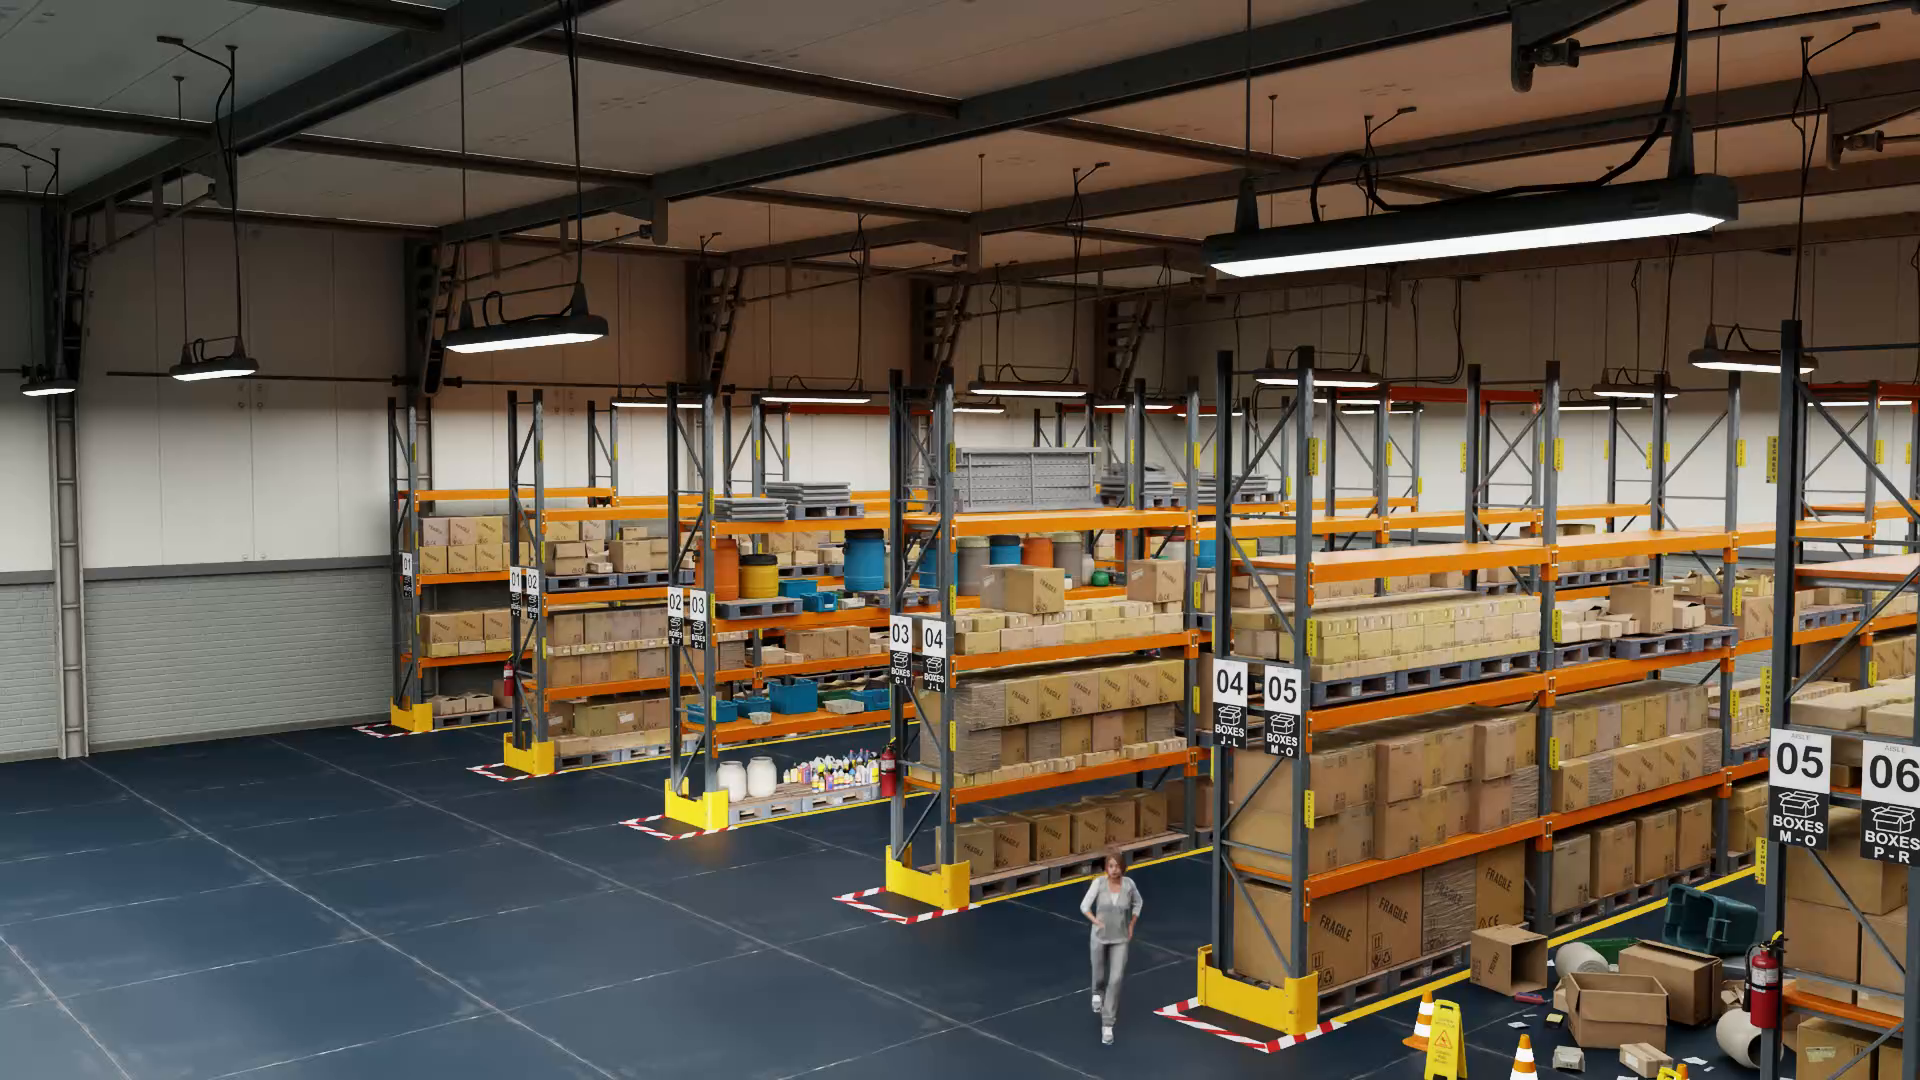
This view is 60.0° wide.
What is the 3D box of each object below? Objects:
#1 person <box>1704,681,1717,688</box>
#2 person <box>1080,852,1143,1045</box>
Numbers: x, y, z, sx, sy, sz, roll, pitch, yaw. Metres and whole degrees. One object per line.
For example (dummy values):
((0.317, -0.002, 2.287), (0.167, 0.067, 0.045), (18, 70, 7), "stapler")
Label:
((10.997, 2.898, 24.403), (0.579, 1.676, 0.636), (-2, 4, -31), "person")
((1.331, 3.518, 14.615), (0.549, 1.604, 0.785), (0, 3, 5), "person")
